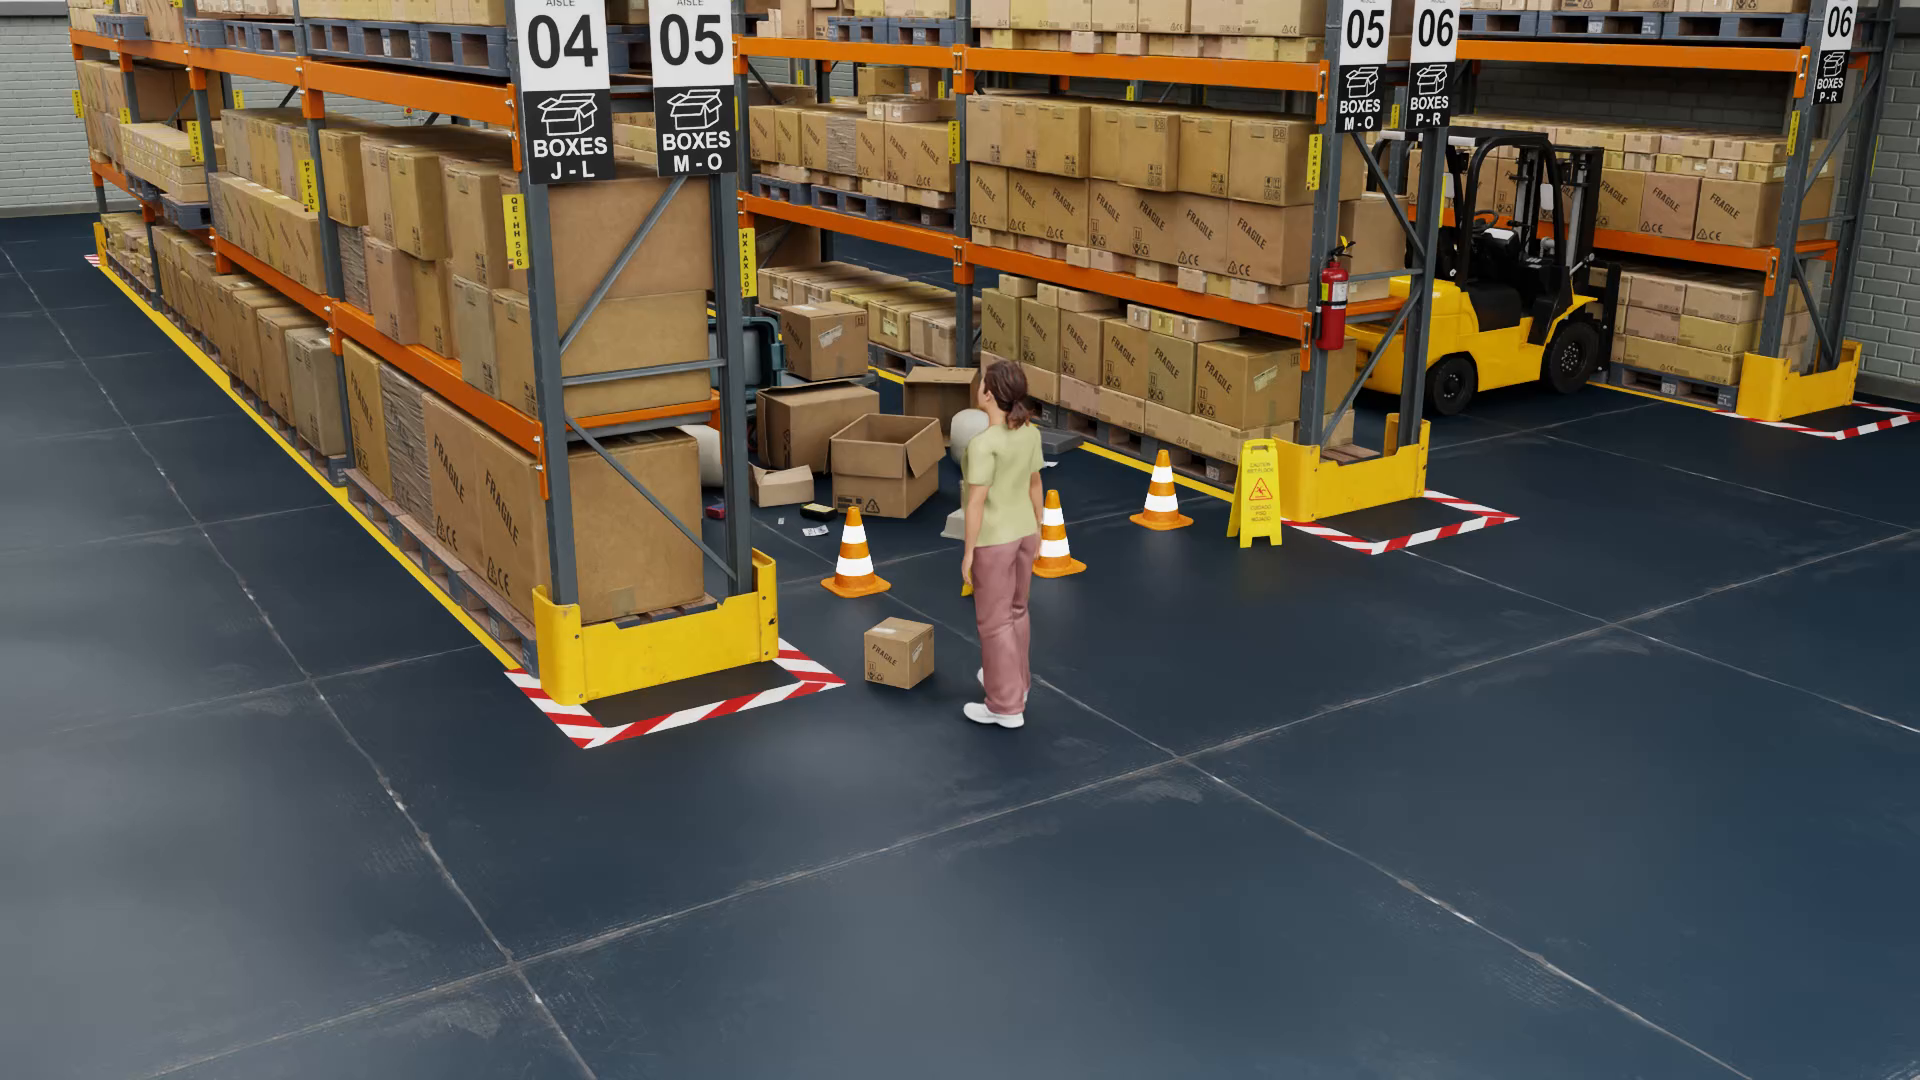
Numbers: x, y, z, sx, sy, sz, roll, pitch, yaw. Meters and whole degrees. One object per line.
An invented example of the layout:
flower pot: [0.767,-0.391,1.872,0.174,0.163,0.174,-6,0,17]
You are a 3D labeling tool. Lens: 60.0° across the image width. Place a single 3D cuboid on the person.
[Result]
person: [0.136,0.011,7.480,0.457,1.670,0.511,15,24,39]
